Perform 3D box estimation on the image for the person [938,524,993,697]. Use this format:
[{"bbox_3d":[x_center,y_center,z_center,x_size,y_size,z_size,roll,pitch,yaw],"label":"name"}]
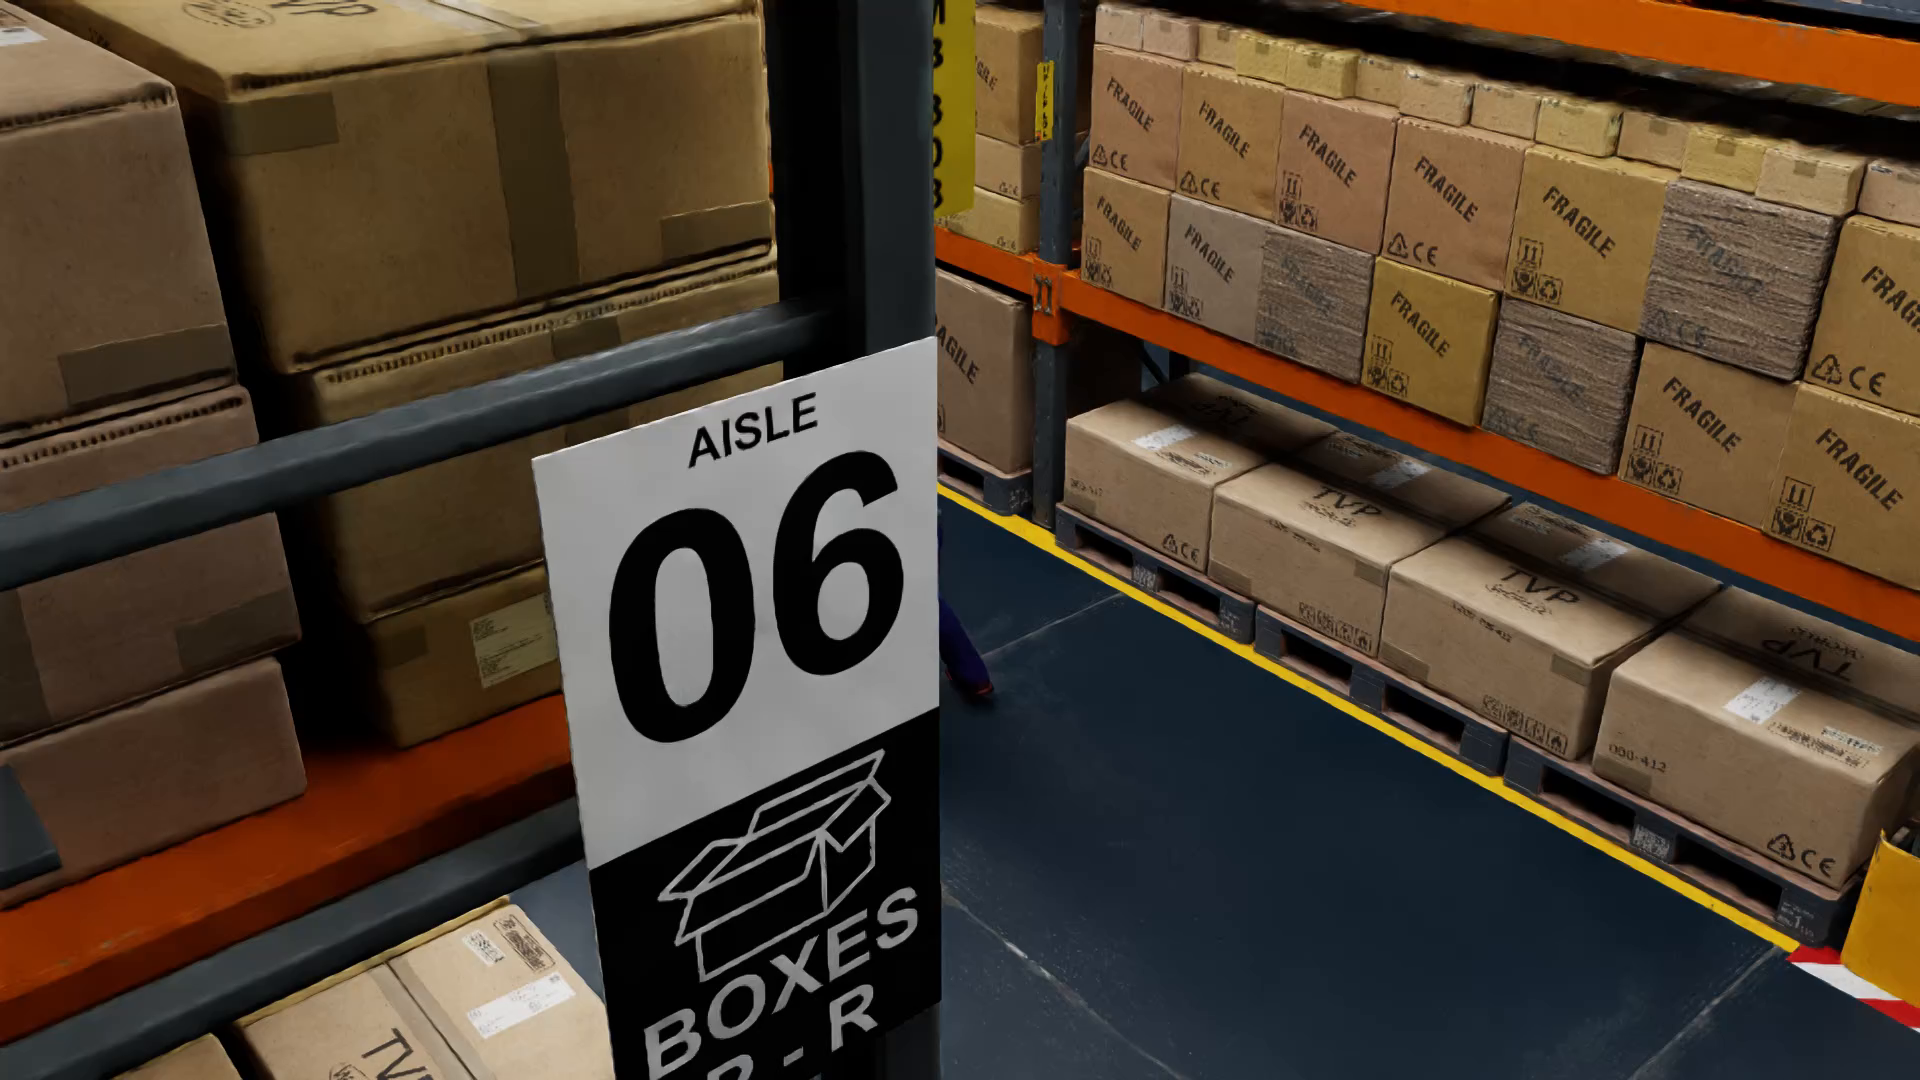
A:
[{"bbox_3d":[-0.149,-0.008,6.175,0.518,1.627,0.673,6,29,10],"label":"person"}]
